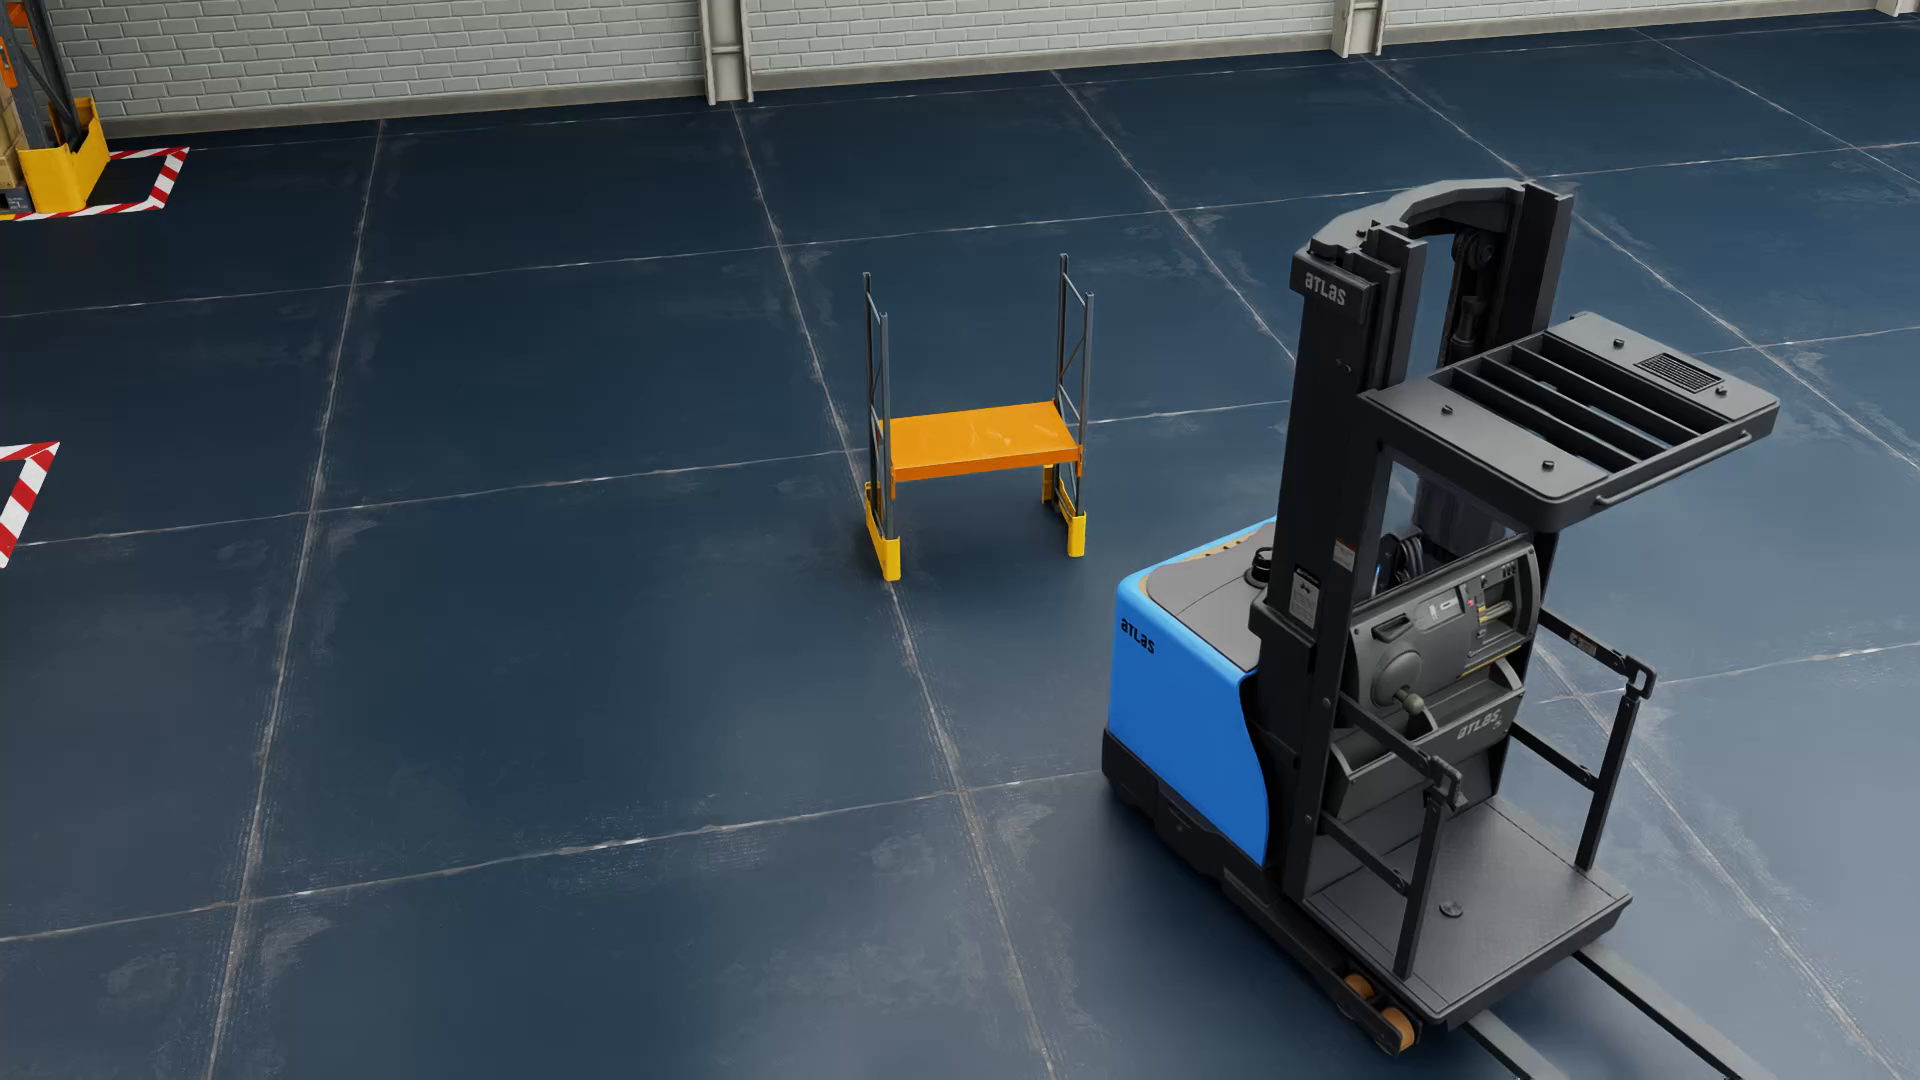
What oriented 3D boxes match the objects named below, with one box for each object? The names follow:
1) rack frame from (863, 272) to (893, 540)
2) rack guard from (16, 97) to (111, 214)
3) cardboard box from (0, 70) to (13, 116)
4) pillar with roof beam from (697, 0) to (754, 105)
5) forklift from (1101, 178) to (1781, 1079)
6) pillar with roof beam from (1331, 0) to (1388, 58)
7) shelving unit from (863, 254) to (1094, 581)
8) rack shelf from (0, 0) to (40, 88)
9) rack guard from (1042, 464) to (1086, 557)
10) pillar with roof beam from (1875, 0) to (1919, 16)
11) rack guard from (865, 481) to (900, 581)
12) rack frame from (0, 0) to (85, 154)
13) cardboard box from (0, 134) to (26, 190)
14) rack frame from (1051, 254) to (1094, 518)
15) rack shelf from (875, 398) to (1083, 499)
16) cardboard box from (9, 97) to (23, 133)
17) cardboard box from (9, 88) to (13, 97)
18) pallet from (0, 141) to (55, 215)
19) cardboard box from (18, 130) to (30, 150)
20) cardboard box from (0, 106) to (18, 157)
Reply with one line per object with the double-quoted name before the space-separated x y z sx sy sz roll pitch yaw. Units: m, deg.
"rack frame" -0.413 -0.571 8.478 0.032 1.500 0.500 -7 35 -11
"rack guard" -7.011 -3.023 13.029 0.348 0.500 1.175 -7 35 -11
"cardboard box" -7.414 -3.280 12.362 0.500 0.250 0.500 -6 34 -9
"pillar with roof beam" -1.110 -5.351 8.871 0.400 9.000 9.100 -7 35 -11
"forklift" 1.856 0.374 5.785 1.130 2.935 3.031 -20 39 -27
"pillar with roof beam" 4.742 -6.089 9.970 0.400 9.000 9.100 -7 35 -11
"shelving unit" 0.074 -0.632 8.569 1.083 1.500 0.587 -7 35 -11
"rack shelf" -8.985 -3.513 12.162 4.000 0.370 1.077 -7 35 -11
"rack guard" 0.560 -0.174 9.009 0.087 0.250 0.587 -7 35 -11
"pillar with roof beam" 10.594 -6.826 11.069 0.400 9.000 9.100 -7 35 -11
"rack guard" -0.411 -0.052 8.826 0.087 0.250 0.587 -7 35 -11
"rack frame" -7.034 -4.058 12.328 0.127 3.000 1.000 -7 35 -11
"cardboard box" -7.423 -2.861 12.635 0.500 0.250 0.500 -7 34 -10
"rack frame" 0.579 -0.696 8.664 0.032 1.500 0.500 -7 35 -11
"rack shelf" 0.083 -0.484 8.671 1.000 0.185 0.538 -7 35 -11
"cardboard box" -7.538 -3.353 12.920 0.500 0.250 0.500 -7 34 -10
"cardboard box" -7.544 -3.549 12.764 0.500 0.250 0.500 -8 35 -11
"pallet" -7.771 -2.783 12.931 1.213 0.211 1.003 -7 35 -11
"cardboard box" -7.556 -3.136 13.046 0.500 0.250 0.500 -7 35 -10
"cardboard box" -7.440 -3.068 12.496 0.500 0.250 0.500 -8 35 -11
